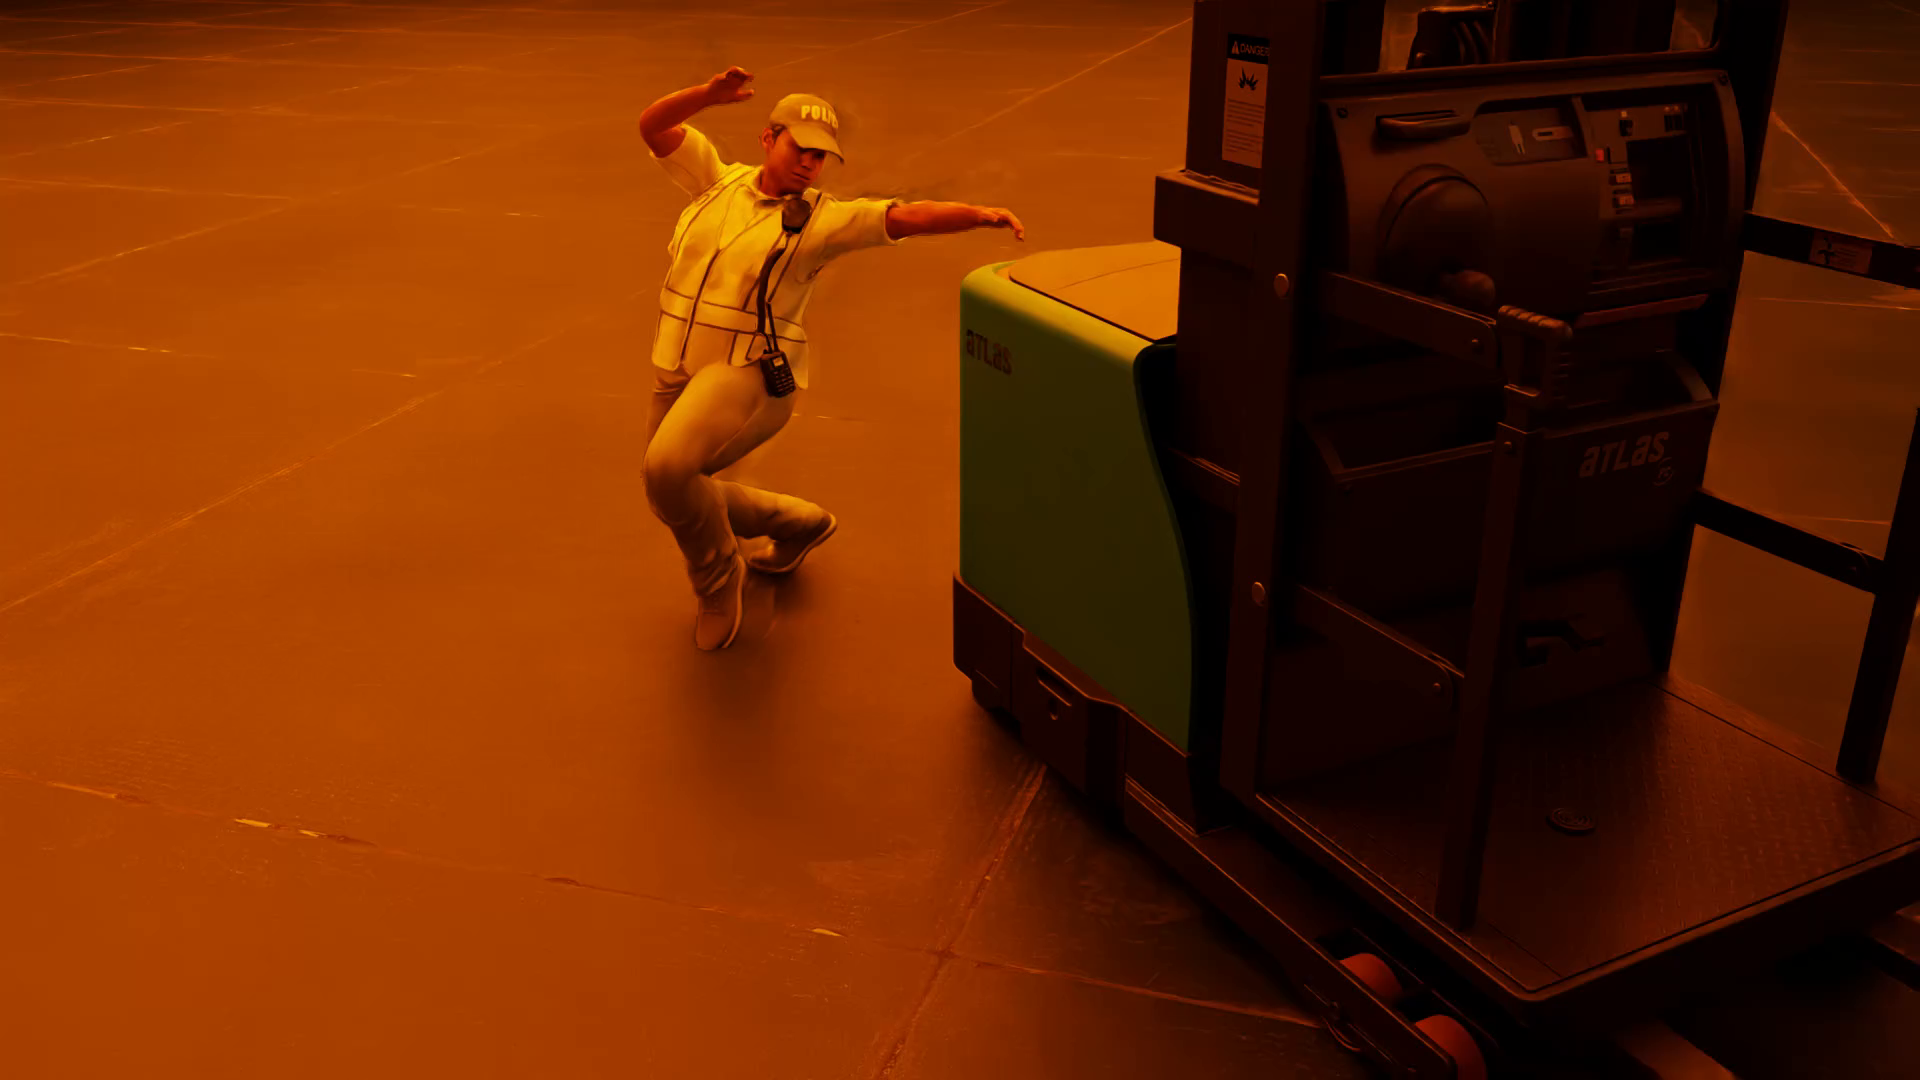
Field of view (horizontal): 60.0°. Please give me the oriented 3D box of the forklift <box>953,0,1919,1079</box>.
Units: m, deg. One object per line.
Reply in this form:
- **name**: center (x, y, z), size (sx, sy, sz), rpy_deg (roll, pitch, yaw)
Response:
- **forklift**: center (1.112, -0.584, 2.694), size (1.130, 2.935, 3.031), rpy_deg (-11, 25, -25)

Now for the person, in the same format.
- **person**: center (-0.435, -0.439, 4.301), size (1.021, 1.508, 0.815), rpy_deg (17, 28, 35)
